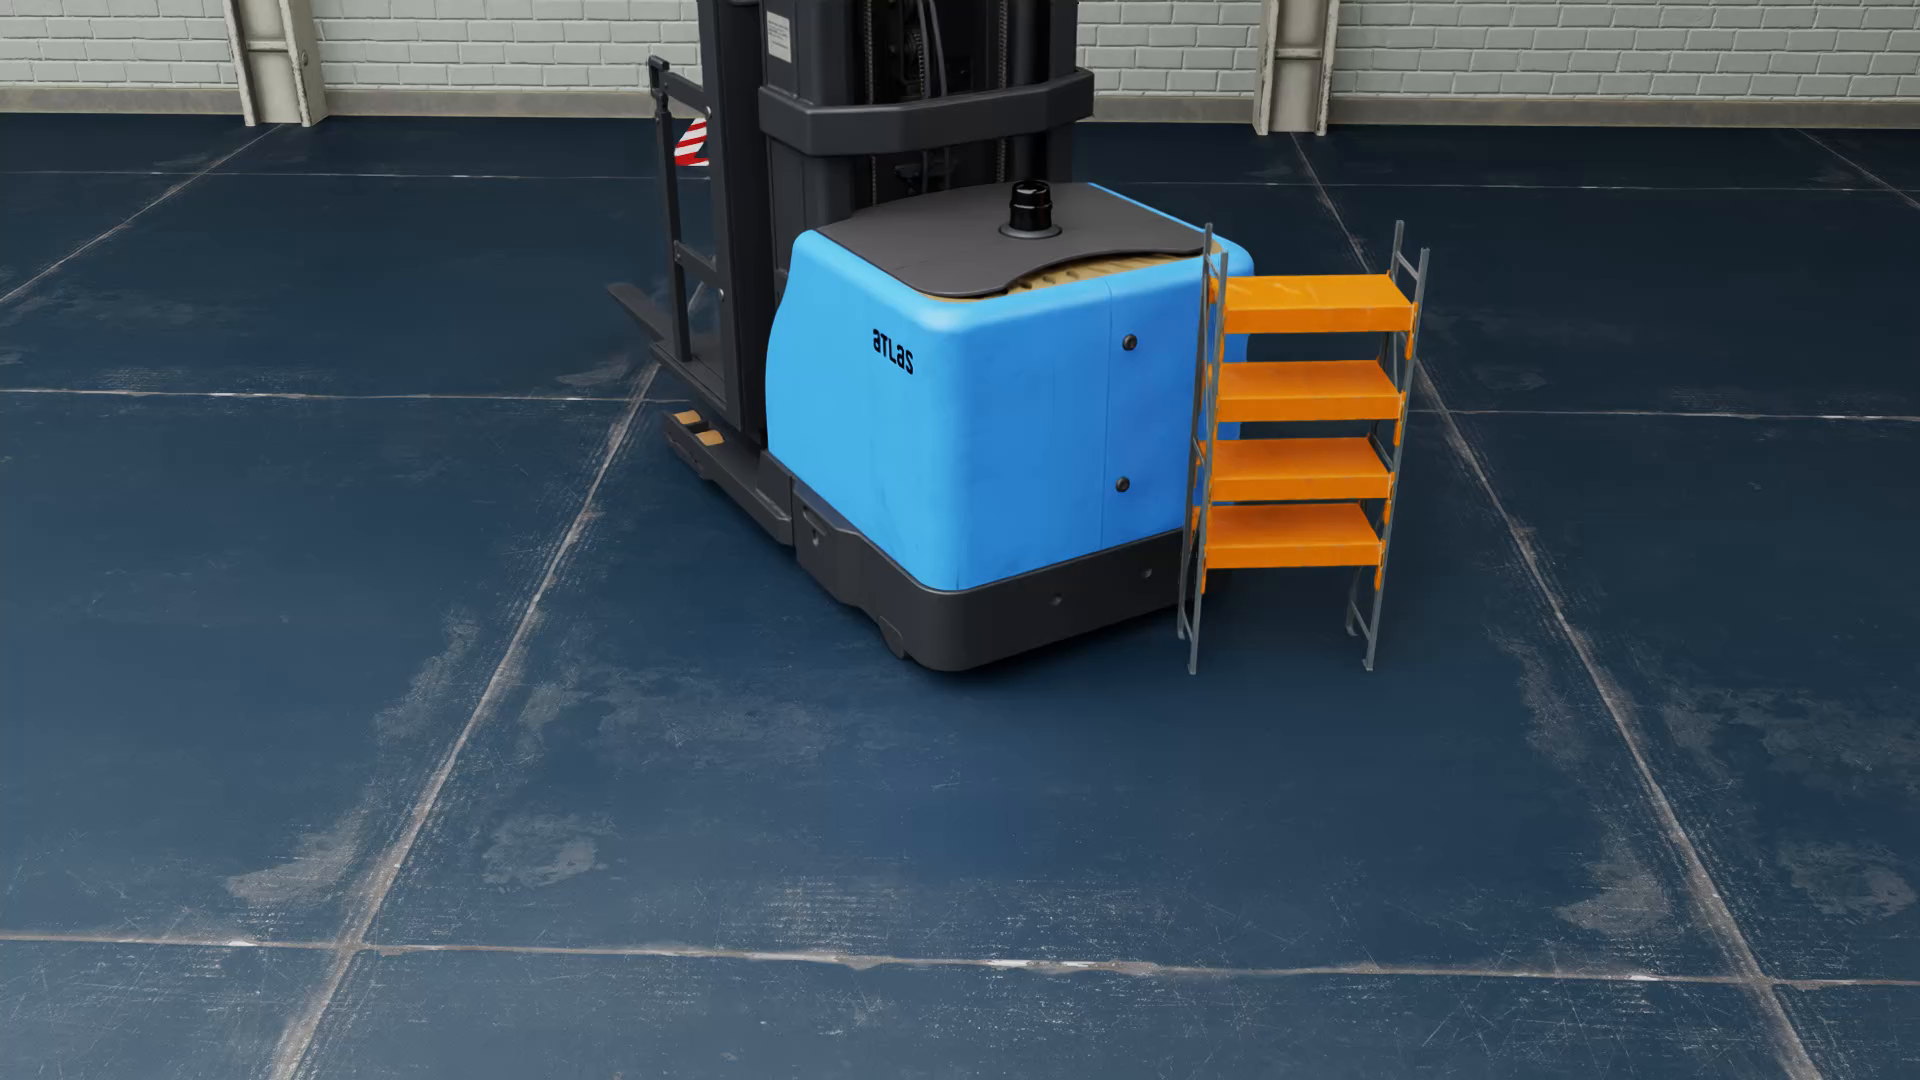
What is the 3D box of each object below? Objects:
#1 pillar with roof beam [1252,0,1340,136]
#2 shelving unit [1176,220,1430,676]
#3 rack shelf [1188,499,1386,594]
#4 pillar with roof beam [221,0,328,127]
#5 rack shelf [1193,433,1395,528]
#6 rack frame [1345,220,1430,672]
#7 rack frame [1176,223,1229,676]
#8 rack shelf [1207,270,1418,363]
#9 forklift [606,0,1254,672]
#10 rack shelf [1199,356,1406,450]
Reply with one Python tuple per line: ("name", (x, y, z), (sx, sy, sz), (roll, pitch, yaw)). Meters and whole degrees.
("pillar with roof beam", (1.793, -4.396, 3.935), (0.400, 9.000, 9.100), (1, 28, 2))
("shelving unit", (0.876, -0.220, 4.384), (0.503, 1.200, 0.258), (-1, 28, -2))
("rack shelf", (0.876, 0.015, 4.508), (0.480, 0.148, 0.258), (-1, 28, -2))
("pillar with roof beam", (-4.204, -4.495, 4.122), (0.400, 9.000, 9.100), (1, 28, 2))
("rack shelf", (0.876, -0.160, 4.415), (0.480, 0.148, 0.258), (-1, 28, -2))
("rack frame", (1.120, -0.225, 4.393), (0.015, 1.200, 0.240), (-1, 28, -2))
("rack frame", (0.632, -0.215, 4.374), (0.015, 1.200, 0.240), (-1, 28, -2))
("rack shelf", (0.876, -0.567, 4.200), (0.480, 0.148, 0.258), (-1, 28, -2))
("forklift", (-0.375, -1.597, 5.134), (1.130, 2.935, 3.031), (-15, 32, -27))
("rack shelf", (0.876, -0.358, 4.310), (0.480, 0.148, 0.258), (-1, 28, -2))
